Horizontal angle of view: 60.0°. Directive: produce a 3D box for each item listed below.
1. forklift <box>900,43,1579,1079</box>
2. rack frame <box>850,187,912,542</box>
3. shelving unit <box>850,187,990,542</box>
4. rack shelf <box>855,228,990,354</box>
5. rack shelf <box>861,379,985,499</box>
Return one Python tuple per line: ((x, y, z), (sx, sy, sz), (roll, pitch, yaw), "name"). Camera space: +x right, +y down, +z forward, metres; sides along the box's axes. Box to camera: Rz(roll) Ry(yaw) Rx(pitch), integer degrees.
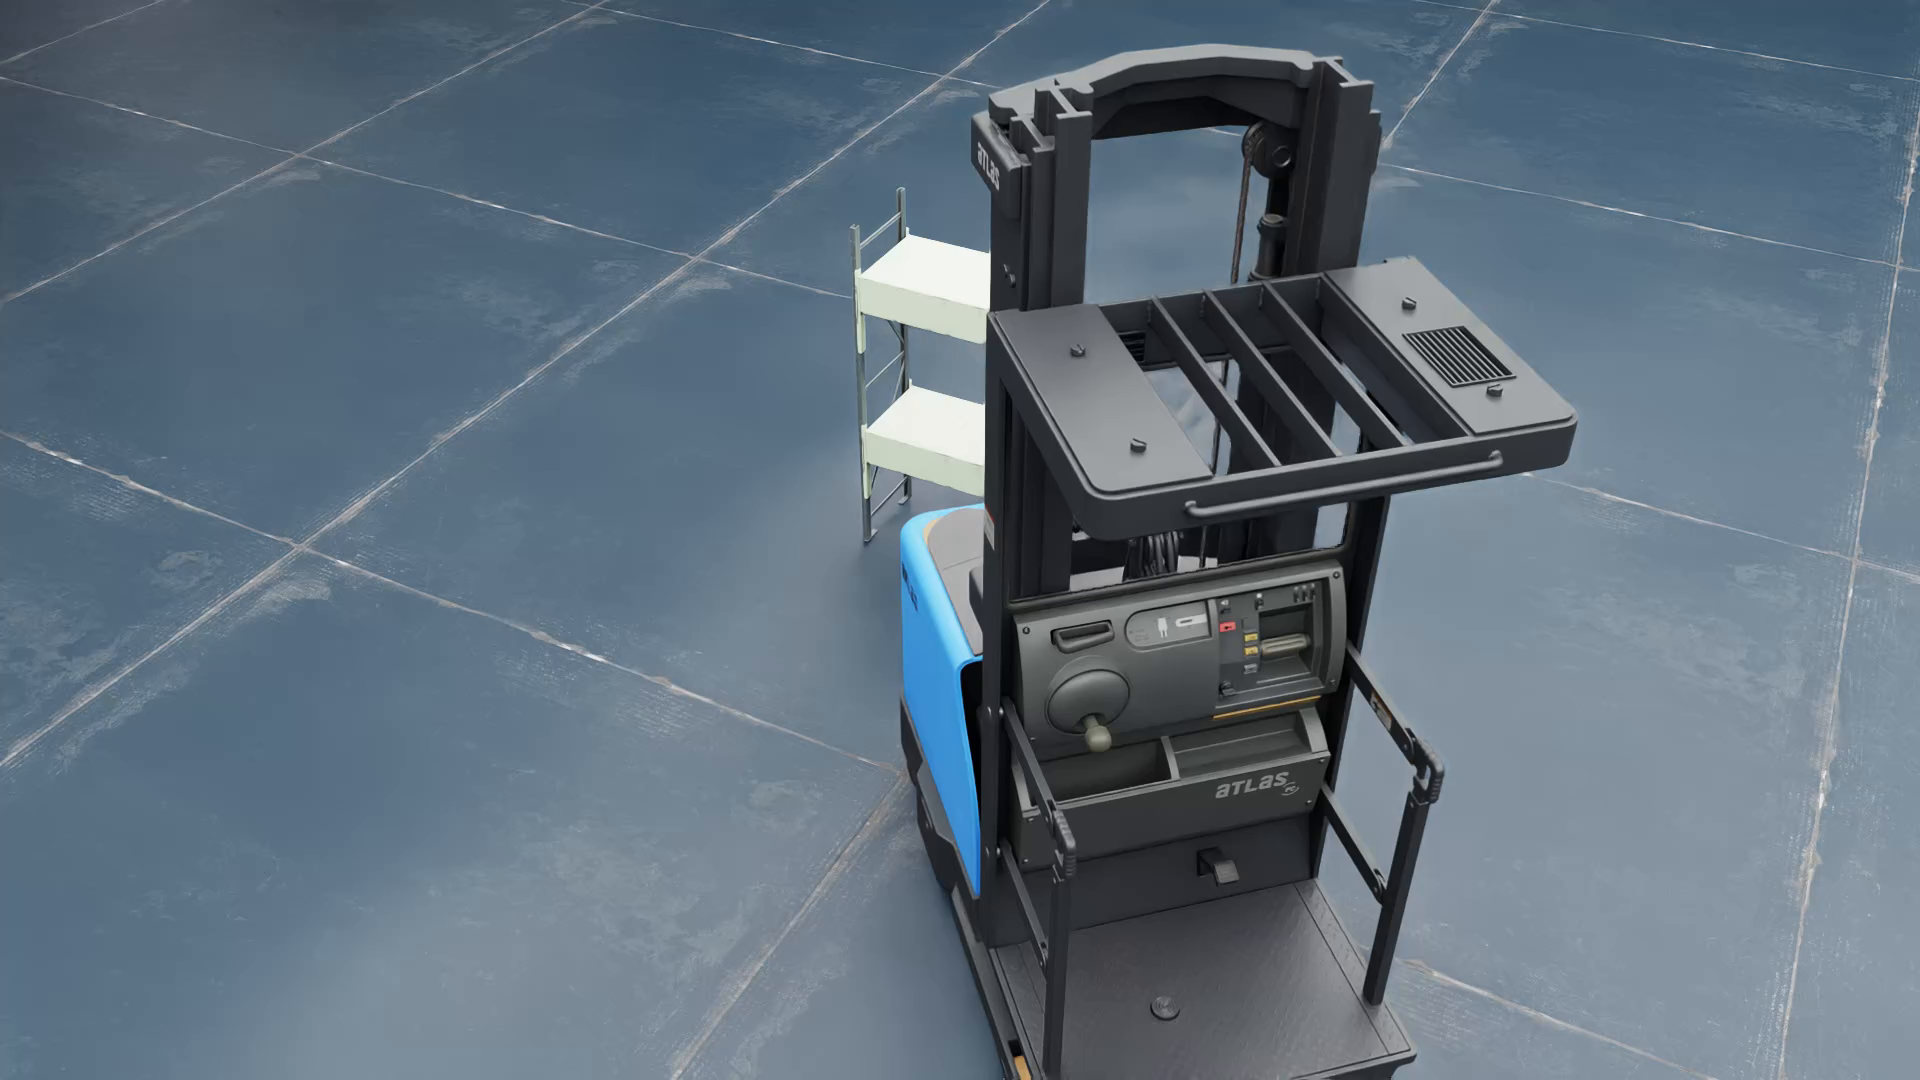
((0.663, 0.387, 4.316), (1.130, 2.935, 3.031), (-9, 38, -12), "forklift")
((-0.319, -0.697, 6.928), (0.023, 1.500, 0.400), (17, 41, 21), "rack frame")
((0.006, -0.596, 6.794), (0.755, 1.500, 0.431), (17, 41, 21), "shelving unit")
((0.006, -0.906, 6.558), (0.720, 0.370, 0.431), (17, 41, 21), "rack shelf")
((0.006, -0.336, 6.991), (0.720, 0.370, 0.431), (17, 41, 21), "rack shelf")
